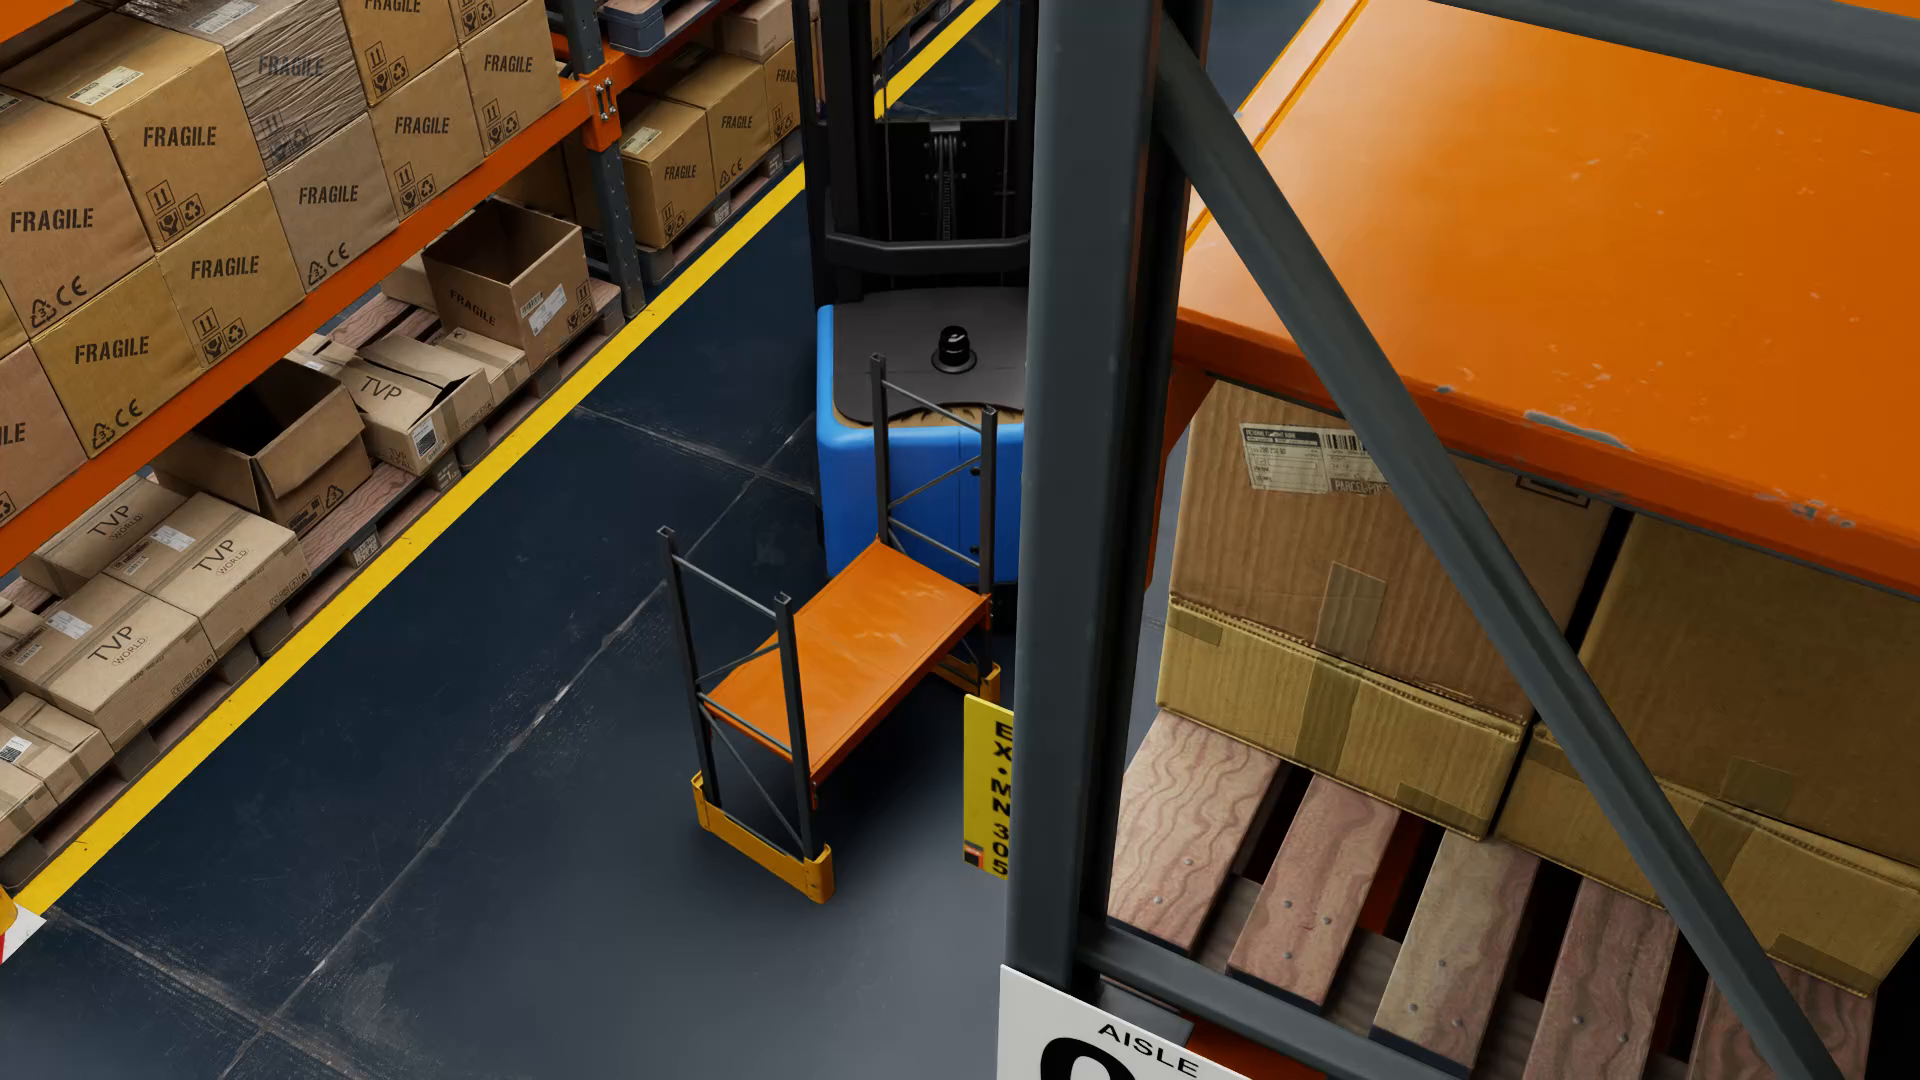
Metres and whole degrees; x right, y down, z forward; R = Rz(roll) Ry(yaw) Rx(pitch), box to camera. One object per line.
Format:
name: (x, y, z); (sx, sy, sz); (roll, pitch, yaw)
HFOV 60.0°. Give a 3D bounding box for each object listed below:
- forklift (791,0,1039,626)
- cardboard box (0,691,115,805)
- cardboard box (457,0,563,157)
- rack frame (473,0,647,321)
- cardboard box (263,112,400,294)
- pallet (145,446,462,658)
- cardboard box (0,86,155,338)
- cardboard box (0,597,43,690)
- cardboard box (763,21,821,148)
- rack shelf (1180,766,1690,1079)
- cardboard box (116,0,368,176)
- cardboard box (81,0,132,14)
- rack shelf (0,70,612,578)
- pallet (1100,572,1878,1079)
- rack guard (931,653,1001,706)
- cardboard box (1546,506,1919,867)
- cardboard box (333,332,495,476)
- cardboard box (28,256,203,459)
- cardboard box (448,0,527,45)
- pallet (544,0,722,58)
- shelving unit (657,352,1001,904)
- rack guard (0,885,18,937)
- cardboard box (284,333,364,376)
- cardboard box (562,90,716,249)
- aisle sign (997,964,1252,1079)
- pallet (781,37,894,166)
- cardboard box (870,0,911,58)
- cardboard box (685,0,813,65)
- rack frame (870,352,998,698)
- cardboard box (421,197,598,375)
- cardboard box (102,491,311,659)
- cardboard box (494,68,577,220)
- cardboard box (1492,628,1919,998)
forklift: (-0.082, -1.711, 6.660); (1.130, 2.935, 3.031); (-2, 45, -2)
cardboard box: (-3.251, 0.728, 5.884); (0.380, 0.166, 0.250); (20, 49, 19)
cardboard box: (-2.013, -1.961, 6.788); (0.500, 0.500, 0.500); (21, 49, 20)
rack frame: (-2.009, -2.325, 7.219); (1.000, 3.000, 0.127); (20, 49, 19)
cardboard box: (-2.488, -1.311, 6.146); (0.500, 0.500, 0.500); (22, 49, 20)
pallet: (-2.893, -0.141, 7.021); (1.003, 0.211, 1.213); (20, 49, 19)
cardboard box: (-2.953, -1.030, 5.165); (0.500, 0.500, 0.500); (21, 49, 20)
cardboard box: (-3.563, 0.387, 6.221); (0.380, 0.166, 0.250); (20, 49, 19)
cardboard box: (-1.092, -2.477, 8.818); (0.500, 0.500, 0.500); (21, 49, 20)
rack shelf: (1.452, -0.234, 3.549); (1.077, 0.370, 4.000); (20, 49, 19)
cardboard box: (-2.484, -1.667, 5.795); (0.500, 0.500, 0.500); (21, 49, 19)
cardboard box: (-2.955, -1.859, 5.985); (0.500, 0.500, 0.500); (19, 48, 18)
rack shelf: (-2.937, -0.812, 6.230); (1.077, 0.370, 4.000); (20, 49, 19)
pallet: (0.859, 0.334, 2.544); (1.003, 0.211, 1.213); (20, 49, 19)
rack guard: (-0.101, 0.465, 6.394); (0.587, 0.250, 0.087); (28, 51, 25)
cardboard box: (1.077, 0.000, 2.025); (0.500, 0.500, 0.500); (19, 48, 18)
cardboard box: (-2.370, -0.610, 7.105); (0.500, 0.311, 0.500); (20, 49, 19)
cardboard box: (-2.956, -0.675, 5.518); (0.500, 0.500, 0.500); (20, 49, 19)
cardboard box: (-2.014, -2.308, 6.428); (0.500, 0.500, 0.500); (21, 49, 19)
pallet: (-1.541, -2.725, 7.749); (1.003, 0.211, 1.213); (20, 49, 19)
shelving unit: (-0.396, 0.311, 5.668); (0.587, 1.500, 1.083); (28, 51, 25)
rack guard: (-3.830, 1.026, 5.665); (1.175, 0.500, 0.348); (20, 49, 19)
cardboard box: (-2.788, -0.743, 7.338); (0.380, 0.166, 0.250); (20, 49, 19)
cardboard box: (-1.568, -1.825, 8.173); (0.500, 0.500, 0.500); (18, 48, 17)
aisle sign: (0.225, 0.860, 2.243); (0.394, 0.787, 0.004); (20, 49, 19)
pallet: (-1.099, -2.641, 9.492); (1.003, 0.211, 1.213); (20, 49, 19)
cardboard box: (-0.618, -3.128, 9.461); (0.500, 0.500, 0.500); (19, 48, 18)
cardboard box: (-1.104, -2.719, 8.529); (0.500, 0.250, 0.500); (21, 49, 19)
rack frame: (-0.090, 0.015, 5.961); (0.500, 1.500, 0.032); (28, 51, 25)
cardboard box: (-2.022, -1.149, 7.504); (0.500, 0.500, 0.500); (20, 49, 19)
cardboard box: (-2.898, 0.128, 6.419); (0.500, 0.250, 0.500); (20, 49, 19)
cardboard box: (-2.033, -2.007, 8.352); (0.500, 0.500, 0.500); (20, 49, 19)
cardboard box: (1.080, 0.265, 2.290); (0.500, 0.250, 0.500); (23, 50, 21)
